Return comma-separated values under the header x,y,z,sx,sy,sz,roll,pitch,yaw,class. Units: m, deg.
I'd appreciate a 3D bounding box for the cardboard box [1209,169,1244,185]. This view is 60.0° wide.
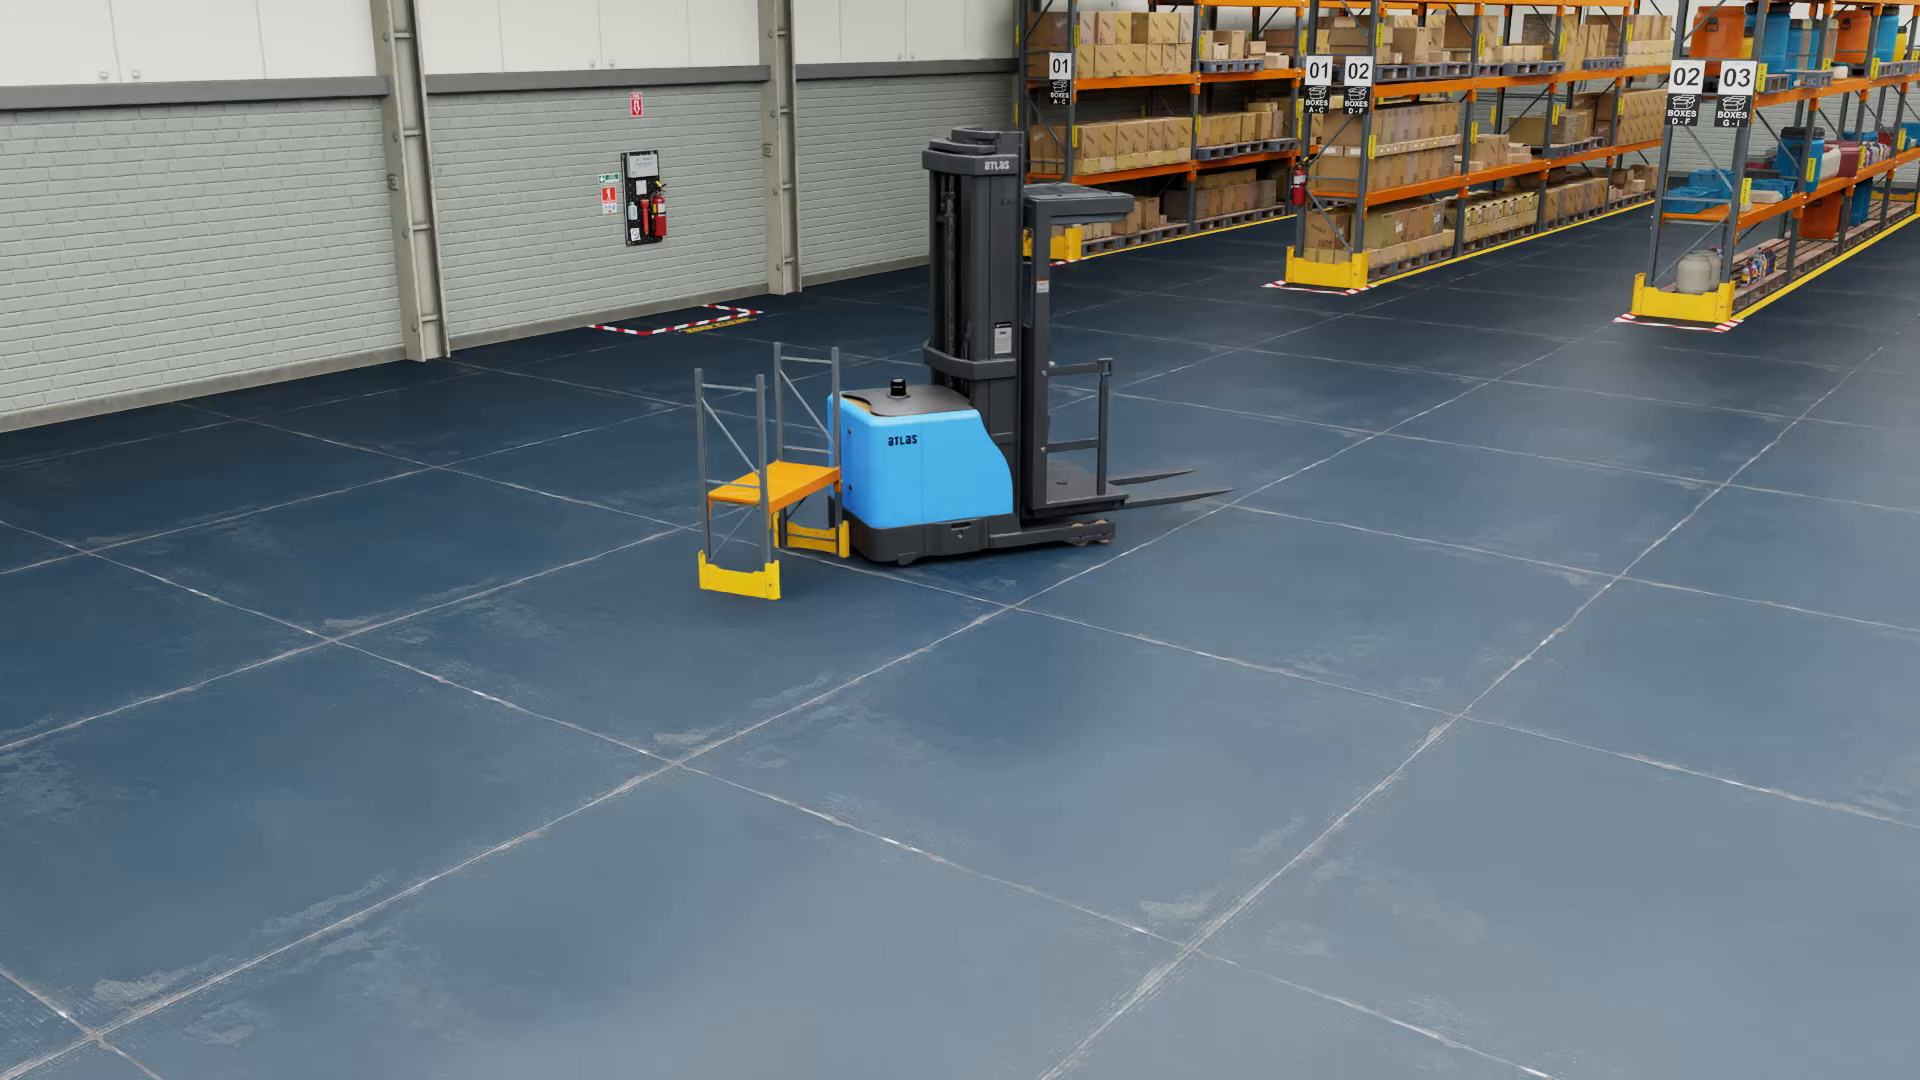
x,y,z,sx,sy,sz,roll,pitch,yaw,class
5.057,-6.901,31.616,0.500,0.250,0.500,12,21,34,cardboard box

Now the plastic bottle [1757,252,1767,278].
x,y,z,sx,sy,sz,roll,pitch,yaw,class
11.251,-3.870,23.372,0.144,0.351,0.185,12,21,34,plastic bottle

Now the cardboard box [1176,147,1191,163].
x,y,z,sx,sy,sz,roll,pitch,yaw,class
3.714,-6.774,29.218,0.500,0.250,0.500,12,21,35,cardboard box

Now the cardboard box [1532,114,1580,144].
x,y,z,sx,sy,sz,roll,pitch,yaw,class
11.100,-7.683,31.050,0.500,0.500,0.700,-15,23,-40,cardboard box

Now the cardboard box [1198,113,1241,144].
x,y,z,sx,sy,sz,roll,pitch,yaw,class
4.790,-7.670,30.973,0.700,0.500,0.500,16,24,42,cardboard box

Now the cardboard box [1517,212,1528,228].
x,y,z,sx,sy,sz,roll,pitch,yaw,class
9.695,-5.676,29.393,0.500,0.250,0.500,12,21,34,cardboard box

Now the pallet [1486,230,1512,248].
x,y,z,sx,sy,sz,roll,pitch,yaw,class
8.868,-5.270,28.859,1.003,0.211,1.213,12,21,35,pallet

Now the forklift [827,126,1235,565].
x,y,z,sx,sy,sz,roll,pitch,yaw,class
0.589,-1.490,12.099,3.031,2.935,1.130,-7,19,-22,forklift

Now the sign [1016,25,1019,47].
x,y,z,sx,sy,sz,roll,pitch,yaw,class
0.936,-8.008,26.422,0.100,0.325,0.005,12,21,35,sign

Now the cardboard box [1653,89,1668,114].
x,y,z,sx,sy,sz,roll,pitch,yaw,class
14.839,-9.357,35.462,0.500,0.500,0.500,12,21,34,cardboard box

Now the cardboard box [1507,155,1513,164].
x,y,z,sx,sy,sz,roll,pitch,yaw,class
9.403,-6.647,29.014,0.380,0.149,0.250,14,22,39,cardboard box

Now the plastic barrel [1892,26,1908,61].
x,y,z,sx,sy,sz,roll,pitch,yaw,class
16.095,-8.627,28.883,0.600,0.588,0.600,0,17,0,plastic barrel

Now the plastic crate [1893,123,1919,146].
x,y,z,sx,sy,sz,roll,pitch,yaw,class
18.810,-8.043,32.924,0.616,0.435,0.499,12,21,35,plastic crate

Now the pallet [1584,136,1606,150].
x,y,z,sx,sy,sz,roll,pitch,yaw,class
11.937,-7.771,32.532,1.003,0.211,1.213,12,21,35,pallet

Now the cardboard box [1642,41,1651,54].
x,y,z,sx,sy,sz,roll,pitch,yaw,class
13.593,-9.941,33.551,0.500,0.250,0.500,12,21,35,cardboard box

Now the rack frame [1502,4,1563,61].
x,y,z,sx,sy,sz,roll,pitch,yaw,class
10.117,-9.946,29.097,1.000,3.000,0.127,12,21,35,rack frame

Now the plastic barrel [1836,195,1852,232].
x,y,z,sx,sy,sz,roll,pitch,yaw,class
15.044,-5.642,28.712,0.600,0.588,0.708,12,21,35,plastic barrel

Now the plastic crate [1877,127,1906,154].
x,y,z,sx,sy,sz,roll,pitch,yaw,class
17.210,-7.385,30.757,0.402,0.464,0.583,12,21,35,plastic crate

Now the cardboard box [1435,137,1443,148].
x,y,z,sx,sy,sz,roll,pitch,yaw,class
7.285,-6.199,25.885,0.380,0.149,0.250,12,21,35,cardboard box

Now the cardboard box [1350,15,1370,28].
x,y,z,sx,sy,sz,roll,pitch,yaw,class
8.749,-11.083,35.928,0.500,0.500,0.500,12,21,34,cardboard box

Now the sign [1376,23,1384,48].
x,y,z,sx,sy,sz,roll,pitch,yaw,class
5.793,-6.963,22.944,0.100,0.325,0.005,12,21,35,sign

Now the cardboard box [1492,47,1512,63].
x,y,z,sx,sy,sz,roll,pitch,yaw,class
8.922,-8.134,27.866,0.500,0.250,0.500,10,20,30,cardboard box

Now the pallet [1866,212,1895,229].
x,y,z,sx,sy,sz,roll,pitch,yaw,class
16.883,-6.007,31.233,1.003,0.211,1.213,12,21,35,pallet

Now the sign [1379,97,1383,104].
x,y,z,sx,sy,sz,roll,pitch,yaw,class
8.961,-9.329,35.409,0.100,0.325,0.005,12,21,35,sign

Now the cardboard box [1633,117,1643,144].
x,y,z,sx,sy,sz,roll,pitch,yaw,class
13.625,-8.396,34.053,0.500,0.500,0.500,12,21,34,cardboard box

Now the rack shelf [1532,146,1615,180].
x,y,z,sx,sy,sz,roll,pitch,yaw,class
11.309,-7.213,31.627,1.077,0.370,4.000,12,21,35,rack shelf

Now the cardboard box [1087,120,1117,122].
x,y,z,sx,sy,sz,roll,pitch,yaw,class
2.392,-6.857,28.223,0.500,0.500,0.500,13,21,35,cardboard box

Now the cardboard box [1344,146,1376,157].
x,y,z,sx,sy,sz,roll,pitch,yaw,class
5.757,-5.588,23.918,0.380,0.149,0.250,12,21,34,cardboard box

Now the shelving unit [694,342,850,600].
x,y,z,sx,sy,sz,roll,pitch,yaw,class
-1.271,-0.500,11.325,0.587,1.500,1.083,7,19,23,shelving unit

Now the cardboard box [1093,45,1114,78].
x,y,z,sx,sy,sz,roll,pitch,yaw,class
2.119,-7.697,26.710,0.500,0.500,0.500,14,22,38,cardboard box

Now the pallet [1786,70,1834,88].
x,y,z,sx,sy,sz,roll,pitch,yaw,class
11.358,-6.405,23.072,1.213,0.211,1.003,12,21,35,pallet

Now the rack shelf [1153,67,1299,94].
x,y,z,sx,sy,sz,roll,pitch,yaw,class
4.945,-8.568,30.931,1.077,0.370,4.000,12,21,35,rack shelf

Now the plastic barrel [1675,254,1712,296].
x,y,z,sx,sy,sz,roll,pitch,yaw,class
9.657,-3.482,21.884,0.421,0.512,0.421,0,17,0,plastic barrel

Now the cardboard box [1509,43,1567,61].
x,y,z,sx,sy,sz,roll,pitch,yaw,class
10.350,-8.671,29.881,0.910,0.500,0.500,12,21,35,cardboard box

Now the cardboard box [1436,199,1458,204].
x,y,z,sx,sy,sz,roll,pitch,yaw,class
8.349,-5.674,28.439,0.500,0.311,0.500,12,21,35,cardboard box

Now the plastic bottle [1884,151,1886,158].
x,y,z,sx,sy,sz,roll,pitch,yaw,class
16.454,-6.879,29.672,0.097,0.201,0.097,0,17,0,plastic bottle

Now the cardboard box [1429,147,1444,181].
x,y,z,sx,sy,sz,roll,pitch,yaw,class
7.165,-5.942,26.152,0.700,0.500,0.500,12,21,34,cardboard box

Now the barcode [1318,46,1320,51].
x,y,z,sx,sy,sz,roll,pitch,yaw,class
5.143,-7.042,23.826,0.001,0.075,0.075,12,21,35,barcode

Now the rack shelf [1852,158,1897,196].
x,y,z,sx,sy,sz,roll,pitch,yaw,class
15.285,-6.337,28.806,1.077,0.370,4.000,12,21,35,rack shelf

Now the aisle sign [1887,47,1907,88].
x,y,z,sx,sy,sz,roll,pitch,yaw,class
18.664,-9.421,33.140,0.394,0.787,0.004,12,21,35,aisle sign

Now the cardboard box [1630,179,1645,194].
x,y,z,sx,sy,sz,roll,pitch,yaw,class
14.168,-7.489,35.196,0.500,0.250,0.500,12,21,35,cardboard box

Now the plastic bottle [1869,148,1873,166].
x,y,z,sx,sy,sz,roll,pitch,yaw,class
15.663,-6.593,28.613,0.061,0.283,0.133,12,21,35,plastic bottle

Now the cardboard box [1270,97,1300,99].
x,y,z,sx,sy,sz,roll,pitch,yaw,class
6.510,-8.789,33.520,0.500,0.250,0.500,12,21,33,cardboard box

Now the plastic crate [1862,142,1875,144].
x,y,z,sx,sy,sz,roll,pitch,yaw,class
17.272,-7.528,31.770,0.293,0.136,0.466,12,21,35,plastic crate

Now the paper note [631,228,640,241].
x,y,z,sx,sy,sz,roll,pitch,yaw,class
-4.147,-3.908,21.255,0.016,0.148,0.142,12,21,35,paper note

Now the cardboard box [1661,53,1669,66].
x,y,z,sx,sy,sz,roll,pitch,yaw,class
14.483,-10.061,34.779,0.500,0.250,0.500,12,21,35,cardboard box

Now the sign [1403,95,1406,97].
x,y,z,sx,sy,sz,roll,pitch,yaw,class
10.461,-10.411,39.119,0.100,0.325,0.005,12,21,35,sign

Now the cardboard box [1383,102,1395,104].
x,y,z,sx,sy,sz,roll,pitch,yaw,class
8.856,-9.177,36.233,0.980,0.700,0.700,13,21,36,cardboard box

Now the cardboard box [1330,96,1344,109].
x,y,z,sx,sy,sz,roll,pitch,yaw,class
7.528,-8.946,34.025,0.500,0.250,0.500,12,21,34,cardboard box

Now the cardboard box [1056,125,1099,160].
x,y,z,sx,sy,sz,roll,pitch,yaw,class
1.896,-6.406,26.770,0.500,0.500,0.500,12,21,35,cardboard box

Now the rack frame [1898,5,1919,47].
x,y,z,sx,sy,sz,roll,pitch,yaw,class
18.860,-10.975,32.411,1.000,3.000,0.127,12,21,35,rack frame

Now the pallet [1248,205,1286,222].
x,y,z,sx,sy,sz,roll,pitch,yaw,class
5.670,-6.437,32.618,1.003,0.211,1.213,12,21,35,pallet

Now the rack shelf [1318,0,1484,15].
x,y,z,sx,sy,sz,roll,pitch,yaw,class
6.542,-7.982,24.661,1.077,0.370,4.000,12,21,35,rack shelf

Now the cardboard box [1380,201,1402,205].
x,y,z,sx,sy,sz,roll,pitch,yaw,class
6.610,-5.080,26.209,0.500,0.500,0.500,12,21,35,cardboard box

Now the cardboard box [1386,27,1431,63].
x,y,z,sx,sy,sz,roll,pitch,yaw,class
6.559,-7.270,24.426,0.500,0.500,0.500,12,21,35,cardboard box

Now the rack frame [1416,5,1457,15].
x,y,z,sx,sy,sz,roll,pitch,yaw,class
10.903,-12.726,38.049,1.000,3.000,0.127,12,21,35,rack frame

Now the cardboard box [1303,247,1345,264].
x,y,z,sx,sy,sz,roll,pitch,yaw,class
5.433,-4.243,24.776,0.500,0.250,0.500,12,21,35,cardboard box

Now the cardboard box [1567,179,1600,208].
x,y,z,sx,sy,sz,roll,pitch,yaw,class
12.135,-6.765,32.444,0.500,0.500,0.500,13,21,35,cardboard box

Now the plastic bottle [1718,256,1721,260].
x,y,z,sx,sy,sz,roll,pitch,yaw,class
10.664,-3.876,23.517,0.152,0.276,0.135,12,21,35,plastic bottle
